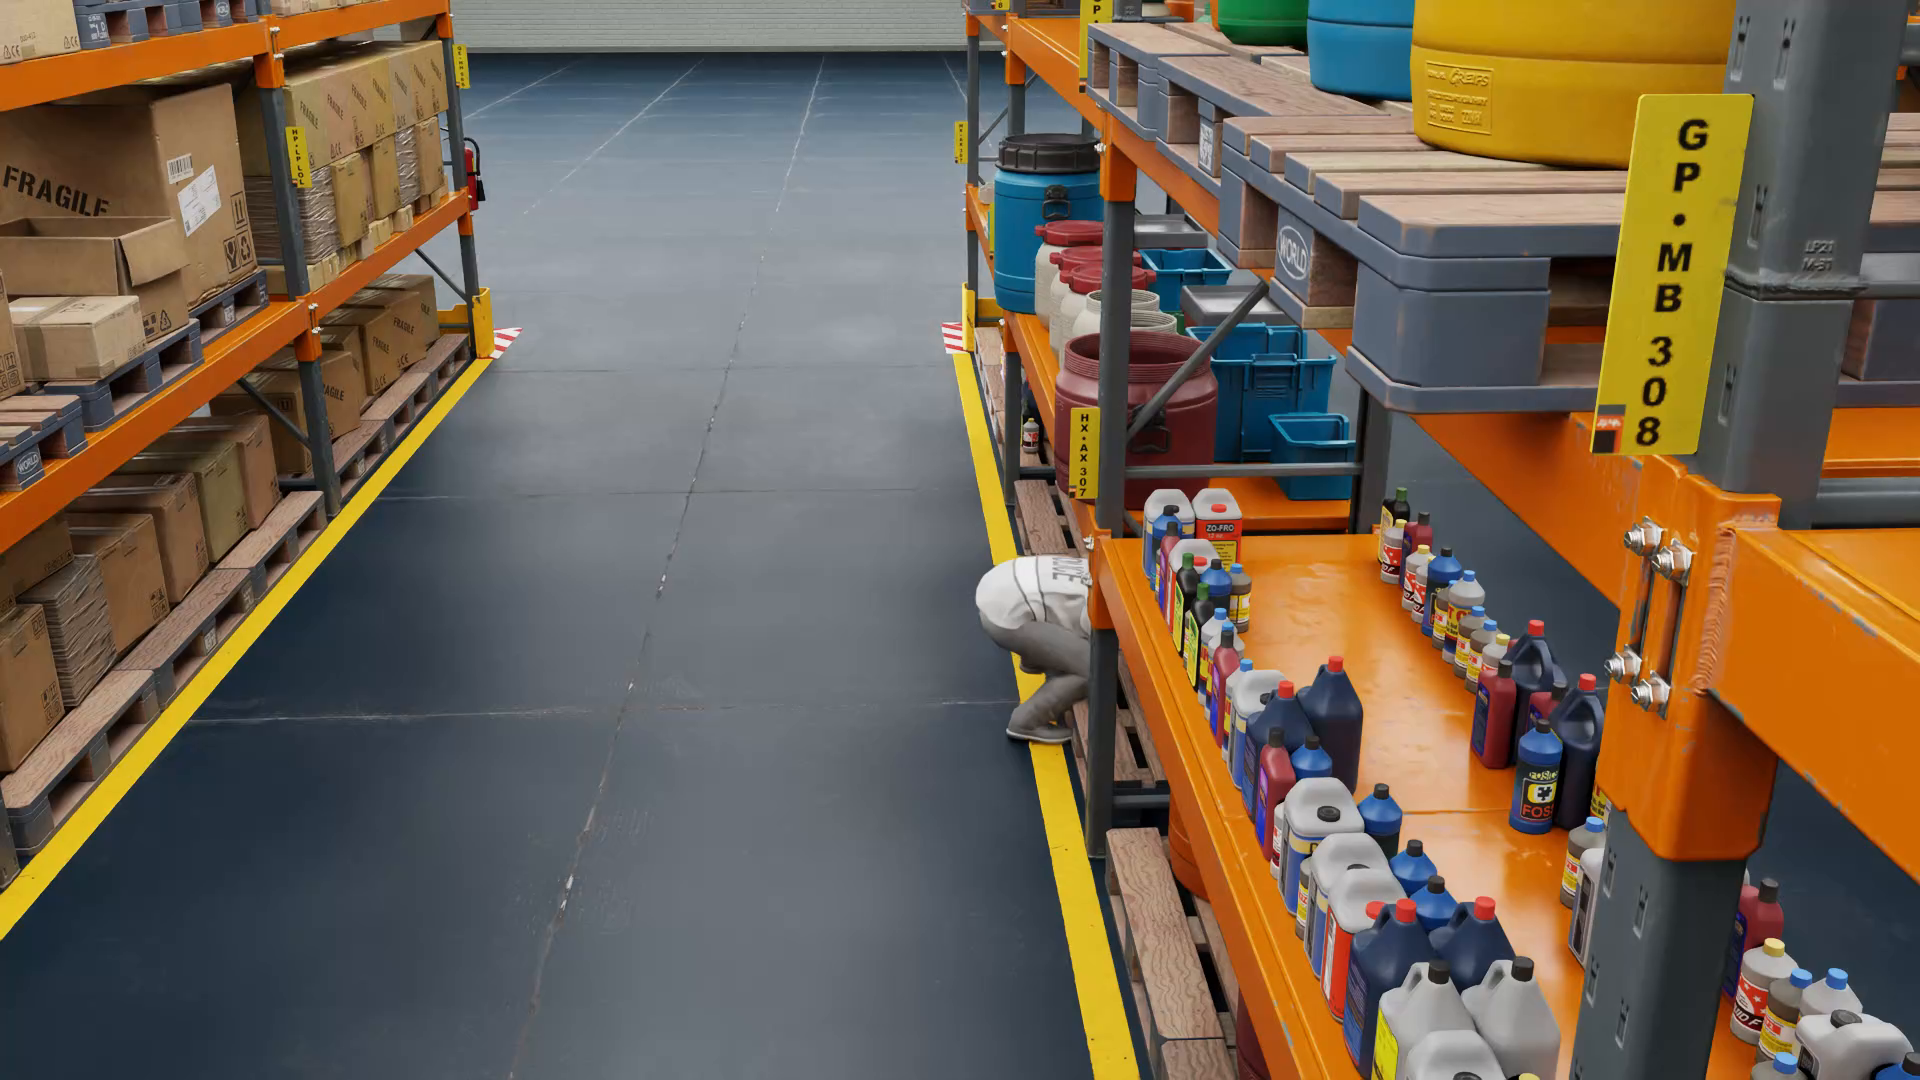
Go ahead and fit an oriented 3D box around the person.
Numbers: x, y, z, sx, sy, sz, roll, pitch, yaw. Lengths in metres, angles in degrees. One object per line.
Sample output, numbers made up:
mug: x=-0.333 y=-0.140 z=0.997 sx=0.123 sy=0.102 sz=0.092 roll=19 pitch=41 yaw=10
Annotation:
person: x=0.669 y=0.453 z=7.139 sx=1.207 sy=0.778 sz=0.466 roll=0 pitch=21 yaw=0
